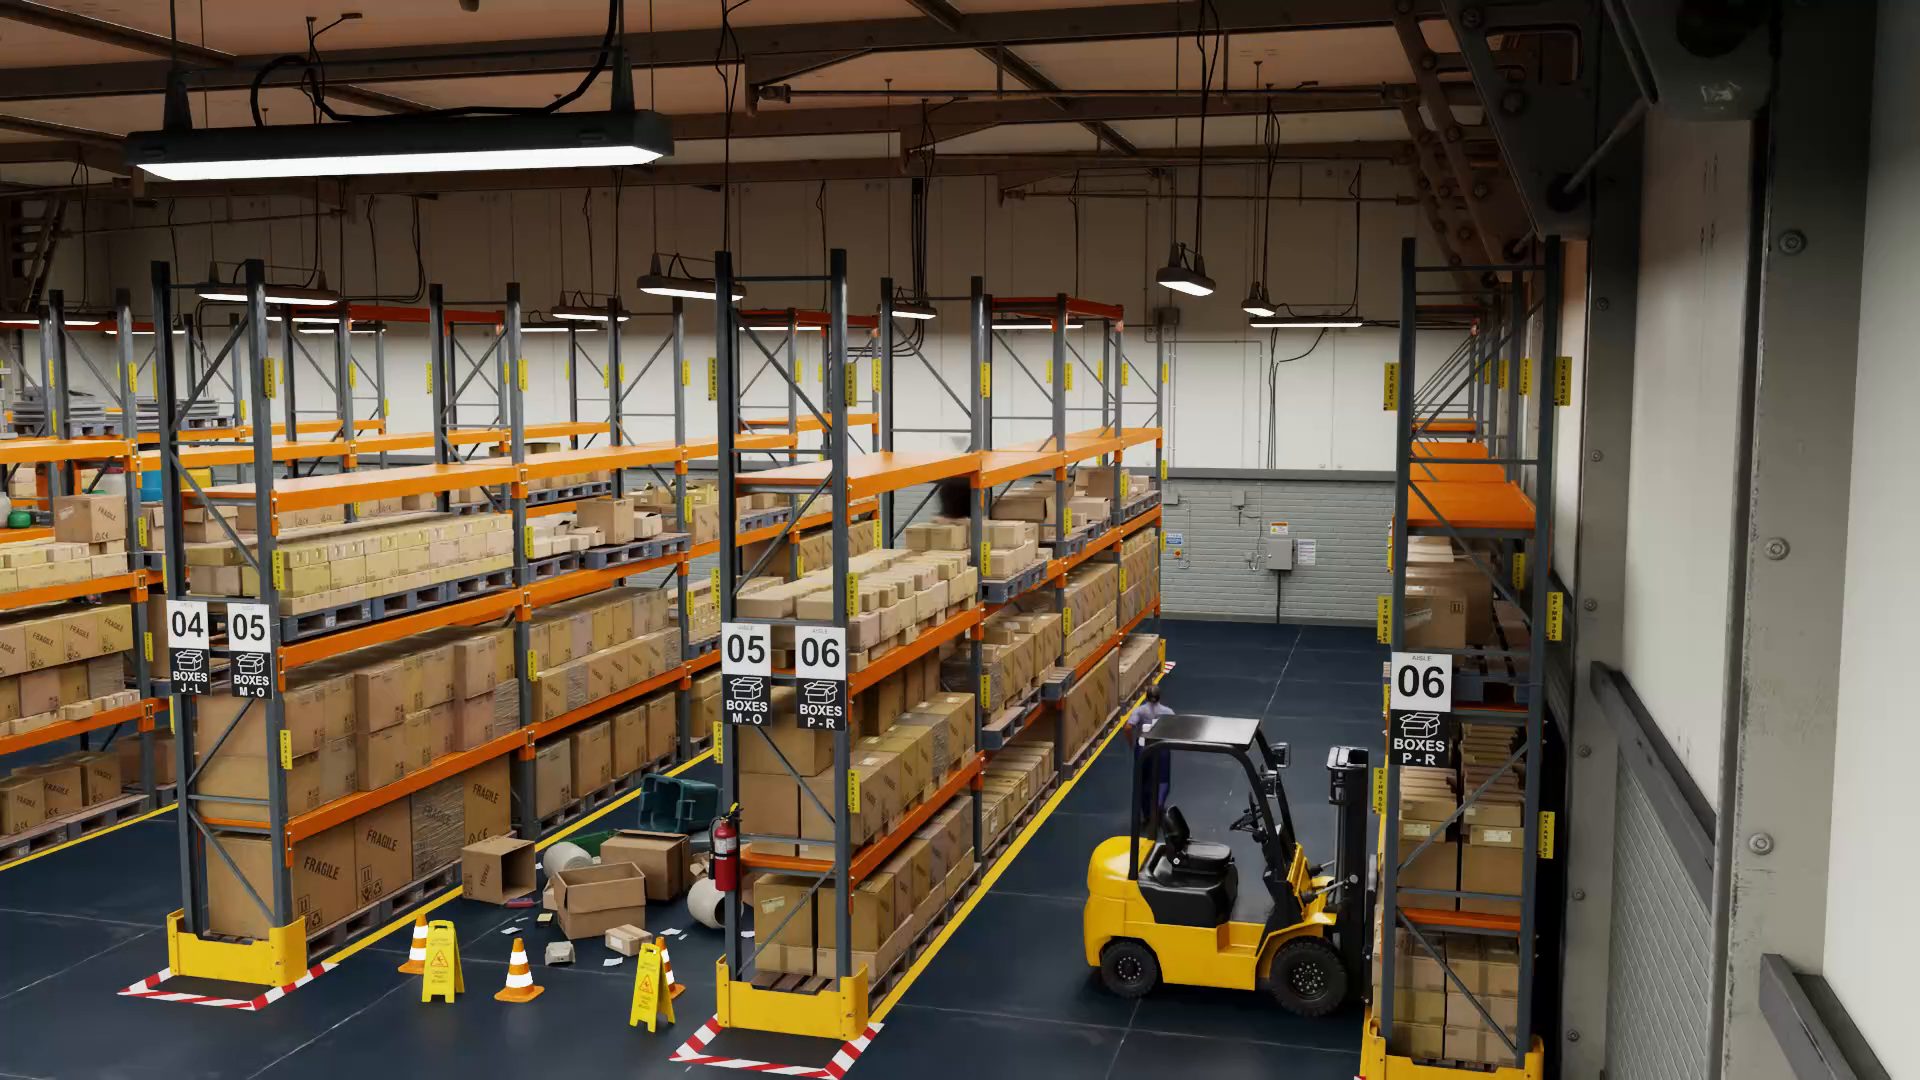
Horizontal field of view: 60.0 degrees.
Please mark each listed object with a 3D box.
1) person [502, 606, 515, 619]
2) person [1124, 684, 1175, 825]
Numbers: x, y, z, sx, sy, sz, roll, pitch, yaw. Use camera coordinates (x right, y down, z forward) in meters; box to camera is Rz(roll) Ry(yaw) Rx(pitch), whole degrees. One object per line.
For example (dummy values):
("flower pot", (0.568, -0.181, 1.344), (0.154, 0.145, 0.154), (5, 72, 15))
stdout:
("person", (-6.558, 1.719, 24.939), (0.718, 1.623, 0.907), (0, 6, -4))
("person", (2.150, 2.396, 18.569), (0.609, 1.609, 0.861), (1, 6, 13))
